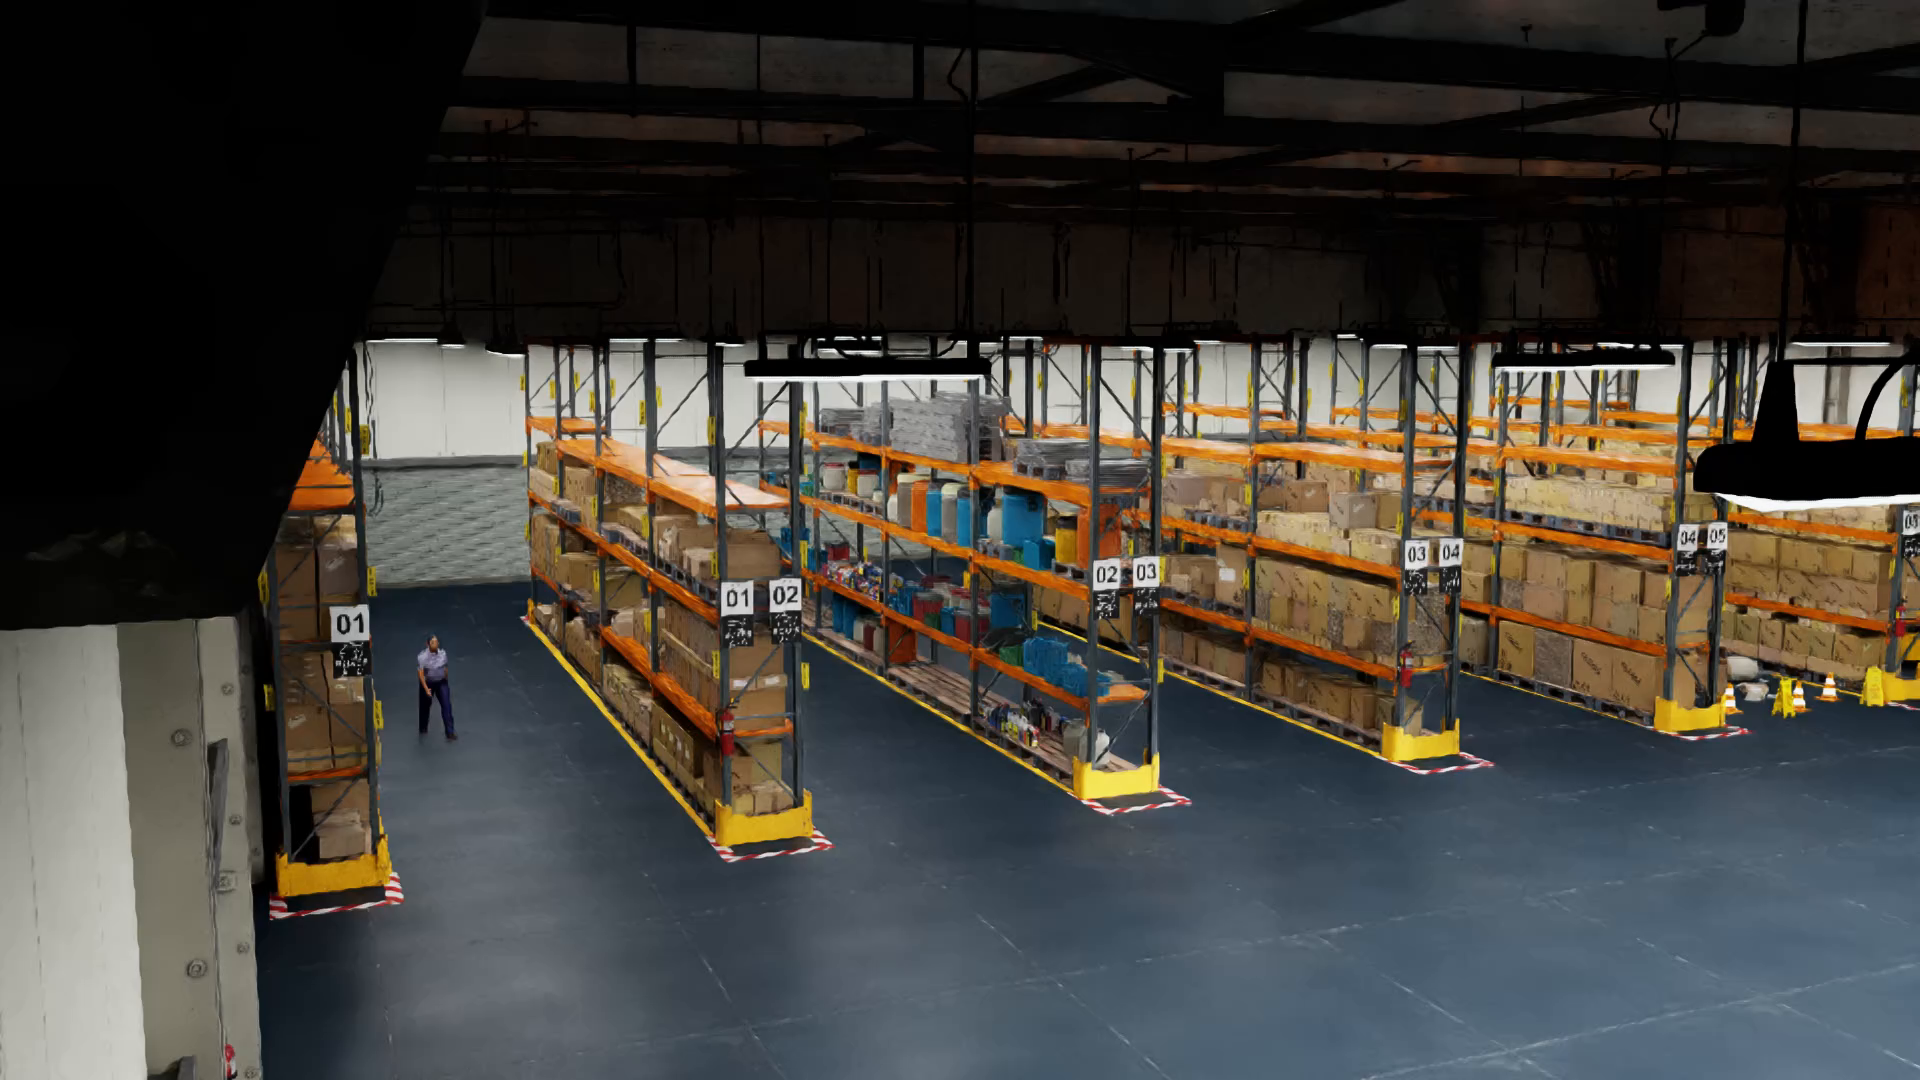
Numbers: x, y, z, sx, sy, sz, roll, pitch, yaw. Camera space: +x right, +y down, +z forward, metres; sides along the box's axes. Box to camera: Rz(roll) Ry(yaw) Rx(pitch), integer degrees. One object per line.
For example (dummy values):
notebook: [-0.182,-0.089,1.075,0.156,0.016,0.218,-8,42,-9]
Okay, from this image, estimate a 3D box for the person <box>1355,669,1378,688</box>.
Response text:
person: [6.779,1.777,27.493,0.447,1.784,0.678,-7,10,-42]

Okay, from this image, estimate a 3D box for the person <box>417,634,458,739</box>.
person: [-7.960,2.213,25.140,0.478,1.557,0.999,-4,9,-30]
